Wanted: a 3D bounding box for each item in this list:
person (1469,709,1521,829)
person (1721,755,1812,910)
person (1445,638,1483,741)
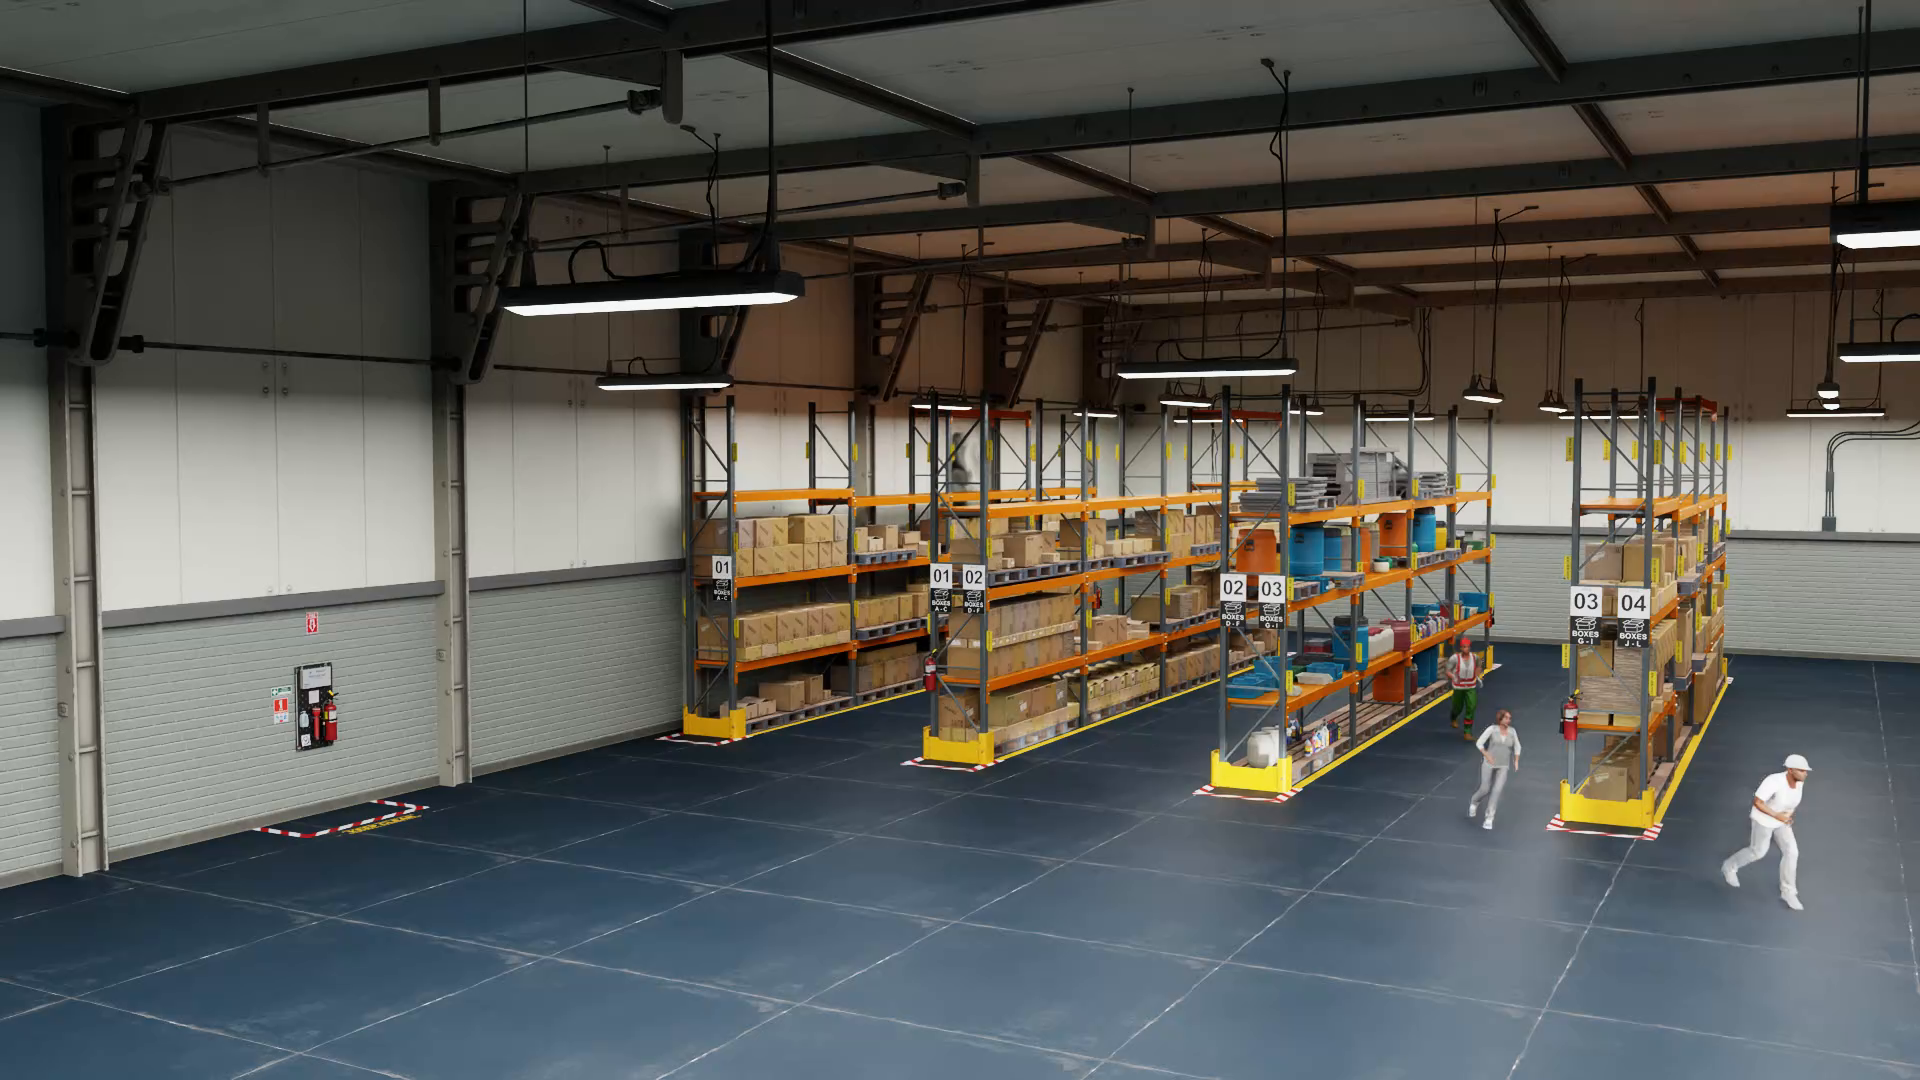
[{"bbox_3d":[7.217,3.042,22.305,0.621,1.561,0.750,0,3,4],"label":"person"},{"bbox_3d":[9.029,3.201,18.624,0.744,1.711,1.057,-2,3,-30],"label":"person"},{"bbox_3d":[8.806,2.581,29.118,0.643,1.755,0.985,0,3,4],"label":"person"}]
